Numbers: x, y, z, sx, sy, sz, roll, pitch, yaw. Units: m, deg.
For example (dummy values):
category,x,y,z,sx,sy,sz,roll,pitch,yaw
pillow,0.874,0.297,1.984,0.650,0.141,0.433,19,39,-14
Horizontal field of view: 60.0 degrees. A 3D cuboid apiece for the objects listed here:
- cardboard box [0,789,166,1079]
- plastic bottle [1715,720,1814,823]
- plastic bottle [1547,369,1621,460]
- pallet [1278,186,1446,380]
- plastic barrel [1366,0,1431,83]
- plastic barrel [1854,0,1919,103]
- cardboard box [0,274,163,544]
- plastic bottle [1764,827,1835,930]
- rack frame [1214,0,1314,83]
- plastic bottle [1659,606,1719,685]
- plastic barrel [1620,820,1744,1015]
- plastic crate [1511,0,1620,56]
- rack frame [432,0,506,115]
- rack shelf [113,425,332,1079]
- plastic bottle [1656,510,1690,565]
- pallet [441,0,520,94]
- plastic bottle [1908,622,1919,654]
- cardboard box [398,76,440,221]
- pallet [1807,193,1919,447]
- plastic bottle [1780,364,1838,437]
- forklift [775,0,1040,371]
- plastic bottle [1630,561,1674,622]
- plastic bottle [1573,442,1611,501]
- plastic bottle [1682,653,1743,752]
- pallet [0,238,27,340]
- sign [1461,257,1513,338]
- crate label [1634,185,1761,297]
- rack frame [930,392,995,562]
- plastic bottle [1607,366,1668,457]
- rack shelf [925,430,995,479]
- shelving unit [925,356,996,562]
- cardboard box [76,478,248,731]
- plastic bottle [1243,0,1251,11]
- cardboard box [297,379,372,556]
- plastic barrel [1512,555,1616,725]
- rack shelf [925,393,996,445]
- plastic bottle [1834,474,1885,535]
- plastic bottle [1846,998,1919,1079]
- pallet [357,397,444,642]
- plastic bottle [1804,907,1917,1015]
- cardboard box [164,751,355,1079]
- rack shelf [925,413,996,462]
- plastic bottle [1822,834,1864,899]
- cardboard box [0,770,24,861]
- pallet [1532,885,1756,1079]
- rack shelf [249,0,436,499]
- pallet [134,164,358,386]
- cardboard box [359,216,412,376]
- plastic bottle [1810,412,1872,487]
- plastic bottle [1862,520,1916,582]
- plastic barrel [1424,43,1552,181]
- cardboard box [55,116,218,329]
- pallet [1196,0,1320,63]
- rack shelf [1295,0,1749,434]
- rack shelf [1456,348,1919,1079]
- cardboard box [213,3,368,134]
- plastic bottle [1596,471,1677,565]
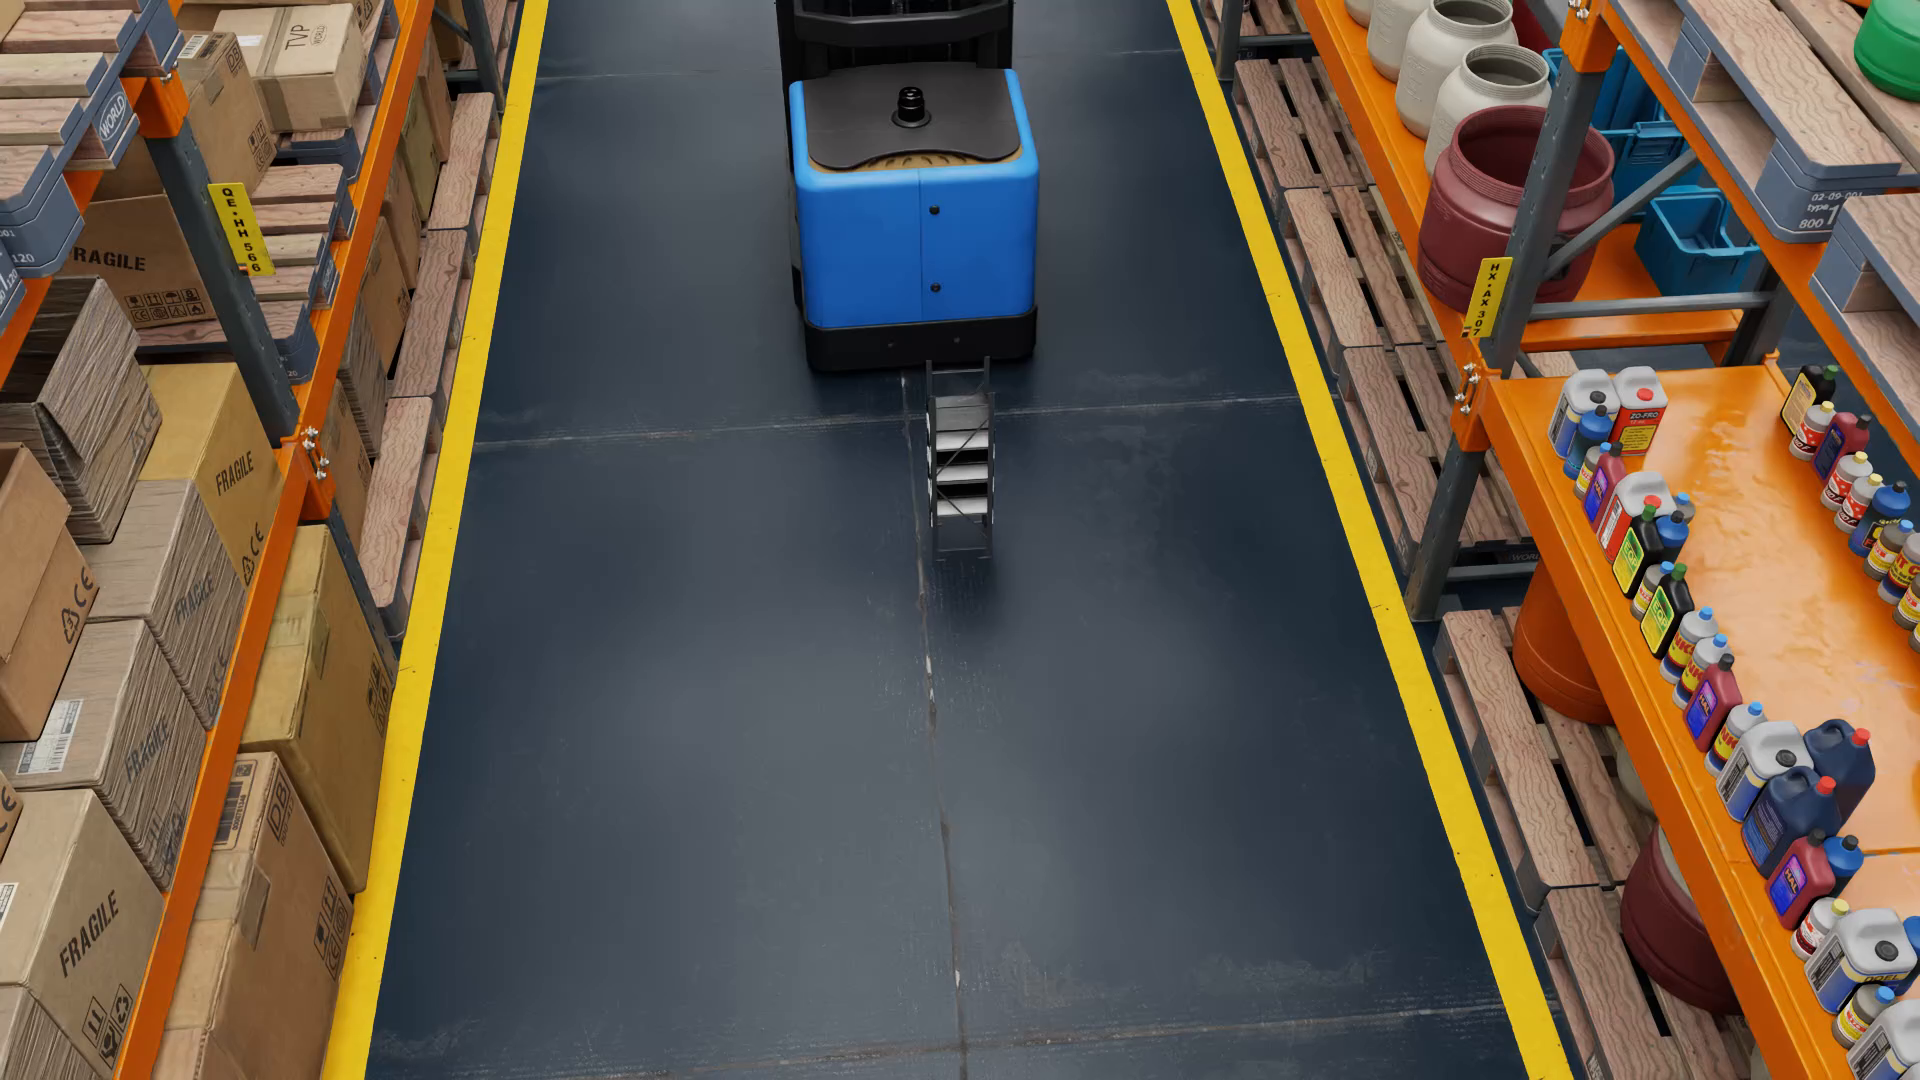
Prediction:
category,x,y,z,sx,sy,sz,roll,pitch,yaw
cardboard box,-2.247,0.938,3.863,0.500,0.500,0.500,-3,47,-3
plastic bottle,2.106,0.603,4.334,0.152,0.276,0.135,-3,47,-3
plastic bottle,1.990,-0.400,5.285,0.152,0.276,0.135,-3,47,-3
pallet,2.150,-1.260,7.934,1.003,0.211,1.213,-3,47,-3
plastic barrel,1.900,-2.167,6.779,0.433,0.535,0.433,0,47,0
plastic barrel,2.135,-1.117,3.630,0.294,0.245,0.294,0,47,0
cardboard box,-2.615,-0.324,4.367,0.797,0.503,0.637,-2,47,-2
plastic bottle,2.087,0.834,4.111,0.061,0.283,0.133,-3,47,-3
rack frame,1.941,-3.669,8.296,1.000,3.000,0.127,-3,47,-3
plastic bottle,2.041,0.285,4.639,0.097,0.271,0.097,0,47,0
plastic barrel,2.428,1.079,5.170,0.600,0.588,0.708,-3,47,-3
plastic crate,2.445,-1.985,6.656,0.402,0.464,0.583,-3,47,-3
rack frame,-2.995,-3.368,8.011,1.000,3.000,0.127,-3,47,-3
rack shelf,-2.493,1.220,4.160,1.077,0.370,4.000,-3,47,-3
plastic bottle,2.071,0.018,4.892,0.097,0.271,0.097,0,47,0
pallet,-3.086,-2.893,9.481,1.003,0.211,1.213,-3,47,-3
plastic bottle,2.794,0.234,4.736,0.097,0.201,0.097,0,47,0
cardboard box,-2.944,-1.868,8.009,0.700,0.500,0.500,-4,47,-4
pallet,2.350,-0.229,3.102,1.003,0.211,1.213,-3,47,-3
plastic bottle,2.735,-0.468,5.345,0.061,0.283,0.133,-3,47,-3
forklift,-0.326,-2.846,7.563,1.130,2.935,3.031,-4,47,-4
plastic bottle,2.022,0.143,4.822,0.097,0.201,0.097,0,47,0
plastic bottle,1.980,-0.218,5.164,0.097,0.201,0.097,0,47,0
plastic bottle,2.041,0.436,4.488,0.061,0.283,0.133,-3,47,-3
pallet,-2.457,-0.169,3.045,1.003,0.211,1.213,-2,47,-1
sign,1.728,-0.793,5.459,0.100,0.325,0.005,-3,47,-3
crate label,2.614,-1.045,5.926,0.303,0.233,0.416,-3,47,-3
rack frame,0.009,-0.230,6.485,0.240,0.900,0.006,-3,47,-3
plastic bottle,2.141,-0.409,5.294,0.152,0.276,0.135,-3,47,-3
rack shelf,0.001,-0.343,6.513,0.258,0.077,0.200,-3,47,-3
shelving unit,0.001,-0.304,6.554,0.258,0.900,0.210,-3,47,-3
cardboard box,-2.336,0.194,4.568,0.500,0.500,0.500,-4,47,-4
plastic bottle,1.600,-3.102,9.383,0.097,0.201,0.097,0,47,0
cardboard box,-2.736,-0.250,6.476,0.700,0.500,0.500,-6,47,-5
plastic barrel,2.334,0.179,5.856,0.600,0.830,0.708,-3,47,-3
rack shelf,0.001,-0.466,6.382,0.258,0.077,0.200,-3,47,-3
plastic bottle,2.754,-0.118,5.069,0.097,0.201,0.097,0,47,0
plastic bottle,2.171,1.169,3.799,0.152,0.276,0.135,-3,47,-3
pallet,-2.724,-0.081,6.818,1.003,0.211,1.213,-3,47,-3
plastic bottle,2.152,1.002,3.957,0.152,0.276,0.135,-3,47,-3
cardboard box,-2.556,1.258,4.803,1.225,0.875,0.875,-3,47,-3
rack shelf,0.001,-0.404,6.448,0.258,0.077,0.200,-3,47,-3
plastic bottle,2.164,0.821,4.132,0.097,0.271,0.097,0,47,0
cardboard box,-2.500,0.633,3.461,0.797,0.503,0.637,-2,47,-2
pallet,2.482,1.632,5.195,1.003,0.211,1.213,-3,47,-3
rack shelf,-2.827,-1.674,6.901,1.077,0.370,4.000,-3,47,-3
pallet,-2.826,-0.917,5.822,1.213,0.211,1.003,-3,47,-3
cardboard box,-2.849,-1.060,7.243,0.700,0.500,0.500,0,47,0
plastic bottle,2.754,-0.301,5.186,0.061,0.283,0.133,-3,47,-3
plastic bottle,2.770,0.023,4.936,0.097,0.201,0.097,0,47,0
plastic barrel,1.977,-1.545,6.207,0.421,0.512,0.421,0,47,0
cardboard box,-2.745,-1.041,5.449,0.500,0.500,0.500,-9,47,-8
pallet,1.926,-3.199,9.771,1.003,0.211,1.213,-3,47,-3
rack shelf,2.108,-1.975,7.186,1.077,0.370,4.000,-3,47,-3
rack shelf,2.443,0.919,4.446,1.077,0.370,4.000,-3,47,-3
cardboard box,-2.571,-1.794,6.333,0.500,0.250,0.500,-5,47,-4
plastic bottle,2.028,-0.065,4.968,0.152,0.276,0.135,-3,47,-3
